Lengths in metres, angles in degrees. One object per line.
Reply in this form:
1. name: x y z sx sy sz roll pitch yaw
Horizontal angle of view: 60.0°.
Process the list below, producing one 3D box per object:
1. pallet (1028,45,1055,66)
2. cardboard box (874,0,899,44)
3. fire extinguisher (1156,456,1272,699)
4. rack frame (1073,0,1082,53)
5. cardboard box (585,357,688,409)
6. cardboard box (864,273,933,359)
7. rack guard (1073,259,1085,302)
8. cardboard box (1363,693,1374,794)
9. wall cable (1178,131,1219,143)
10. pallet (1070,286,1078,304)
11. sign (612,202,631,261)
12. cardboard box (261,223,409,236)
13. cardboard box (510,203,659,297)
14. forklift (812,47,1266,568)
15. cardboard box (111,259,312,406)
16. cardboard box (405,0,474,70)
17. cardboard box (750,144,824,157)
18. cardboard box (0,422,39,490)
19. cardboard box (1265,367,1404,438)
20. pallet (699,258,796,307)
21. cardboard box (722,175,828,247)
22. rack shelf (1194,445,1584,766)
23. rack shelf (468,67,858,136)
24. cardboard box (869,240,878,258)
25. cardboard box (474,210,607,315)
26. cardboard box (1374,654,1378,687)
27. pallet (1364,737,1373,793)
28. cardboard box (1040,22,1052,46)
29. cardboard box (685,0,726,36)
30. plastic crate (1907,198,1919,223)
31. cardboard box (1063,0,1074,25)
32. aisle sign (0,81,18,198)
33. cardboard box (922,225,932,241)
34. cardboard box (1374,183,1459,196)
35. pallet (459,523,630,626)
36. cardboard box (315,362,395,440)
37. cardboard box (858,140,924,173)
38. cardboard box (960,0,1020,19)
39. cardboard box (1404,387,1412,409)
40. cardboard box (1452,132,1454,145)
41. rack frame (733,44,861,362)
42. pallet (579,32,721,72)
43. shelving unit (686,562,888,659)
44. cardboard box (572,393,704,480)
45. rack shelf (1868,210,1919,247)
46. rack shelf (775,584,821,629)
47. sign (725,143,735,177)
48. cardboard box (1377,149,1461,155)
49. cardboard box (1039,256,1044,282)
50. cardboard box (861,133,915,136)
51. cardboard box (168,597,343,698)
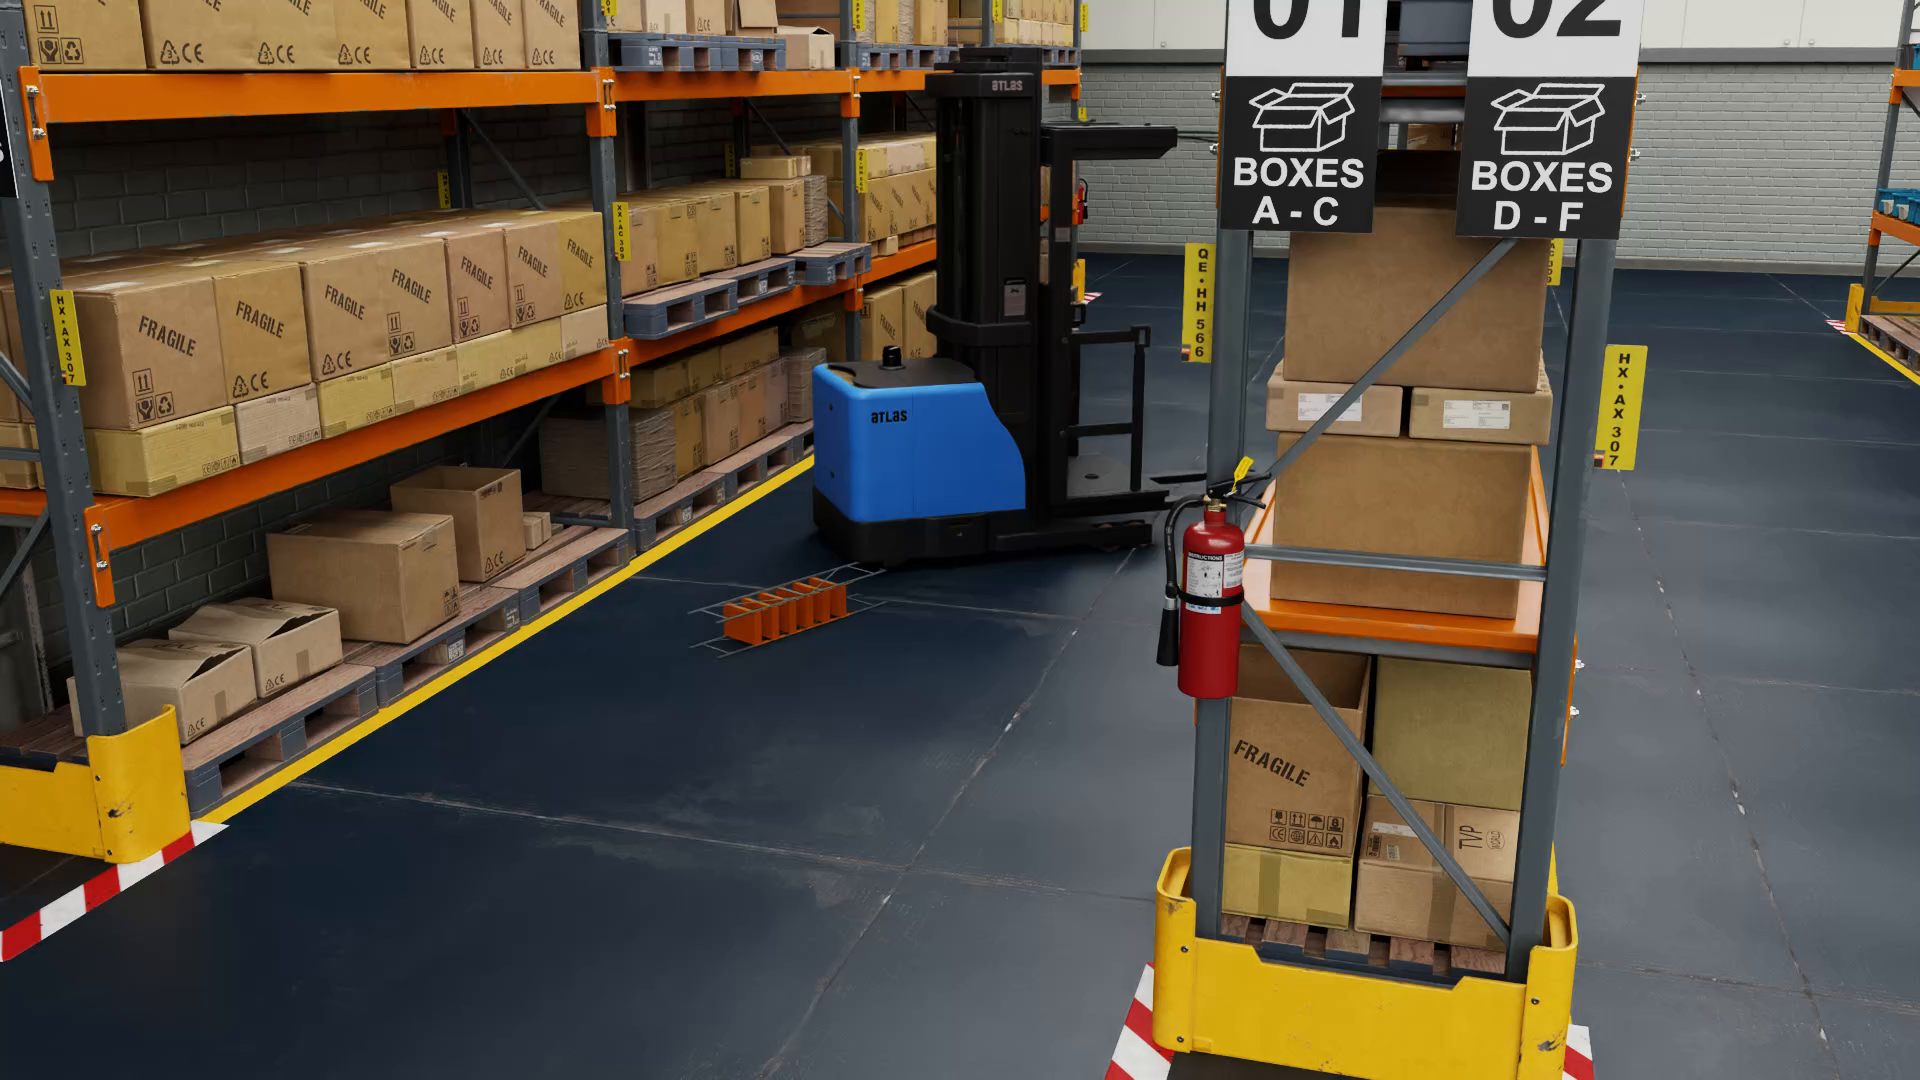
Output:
1. pallet: 0.431 -5.387 18.491 1.003 0.211 1.213 5 16 16
2. cardboard box: -0.945 -4.530 14.315 0.700 0.500 0.500 6 17 19
3. fire extinguisher: 0.701 0.099 4.624 0.296 0.674 0.183 5 16 16
4. rack frame: 0.976 -7.388 19.886 1.000 3.000 0.127 5 16 16
5. cardboard box: -2.119 -1.042 10.905 0.500 0.250 0.500 4 16 15
6. cardboard box: -0.707 -1.988 15.010 0.750 0.750 0.750 5 16 16
7. rack guard: 0.983 -3.306 21.068 1.175 0.500 0.348 5 16 16
8. cardboard box: 1.320 0.762 6.415 0.500 0.250 0.500 5 16 16
9. wall cable: 2.926 -7.346 25.429 3.097 2.526 0.112 5 16 16
10. pallet: 0.824 -2.945 20.326 1.003 0.211 1.213 5 16 16
11. sign: -1.912 -1.739 9.376 0.100 0.325 0.005 5 16 16
12. cardboard box: -3.065 -1.289 8.240 0.500 0.500 0.500 5 17 17
13. cardboard box: -2.257 -1.753 10.022 0.700 0.500 0.500 5 16 16
14. forklift: 0.654 -1.468 10.135 3.031 2.935 1.130 -5 17 -18
15. cardboard box: -2.997 -0.844 6.673 0.500 0.500 0.500 5 16 16
16. cardboard box: -2.618 -2.433 7.692 0.500 0.500 0.500 4 16 14
17. cardboard box: -1.417 -3.109 13.655 0.500 0.250 0.500 5 17 17
18. cardboard box: -3.624 -0.391 6.448 0.500 0.250 0.500 5 17 17
19. cardboard box: 1.106 -0.408 4.898 0.380 0.149 0.250 4 16 15
20. pallet: -1.820 -1.796 11.514 1.003 0.211 1.213 5 16 16
21. cardboard box: -1.421 -2.545 12.815 0.700 0.500 0.500 3 16 9
22. rack shelf: 1.748 -0.110 6.538 1.077 0.370 4.000 5 16 16
23. rack shelf: -1.866 -2.983 11.169 1.077 0.370 4.000 5 16 16
24. cardboard box: -0.902 -2.431 13.827 0.380 0.149 0.250 5 17 17
25. cardboard box: -2.272 -1.513 9.031 0.500 0.500 0.500 5 16 16
26. cardboard box: 1.460 0.270 6.774 0.500 0.500 0.500 5 16 16
27. pallet: 1.706 0.887 6.814 1.003 0.211 1.213 5 16 16
28. cardboard box: 0.733 -5.638 18.535 0.500 0.250 0.500 4 16 14
29. cardboard box: -1.851 -3.515 10.775 0.500 0.500 0.500 4 16 14
30. plastic crate: 9.715 -3.298 16.658 0.416 0.233 0.300 5 16 16
31. cardboard box: 1.030 -6.271 19.393 0.500 0.500 0.500 5 16 16
32. aisle sign: -3.303 -1.524 5.443 0.394 0.787 0.004 5 16 16
33. cardboard box: -0.475 -2.836 15.255 0.380 0.149 0.250 5 17 18
34. cardboard box: 1.484 -0.878 5.367 0.700 0.500 0.500 4 16 14
35. pallet: -2.591 0.158 9.387 1.003 0.211 1.213 5 16 16
36. cardboard box: -2.843 -0.626 7.278 0.500 0.250 0.500 4 16 15
37. cardboard box: -0.631 -3.341 14.472 0.500 0.250 0.500 5 17 16
38. cardboard box: 0.311 -5.602 17.034 0.500 0.500 0.500 4 16 15
39. cardboard box: 1.469 -0.240 5.494 0.700 0.500 0.500 5 17 17
40. cardboard box: 4.629 -3.888 16.524 0.500 0.500 0.500 4 16 15
41. rack frame: -1.297 -2.409 13.325 1.000 3.000 0.127 5 16 16
42. pallet: -2.156 -2.868 9.792 1.213 0.211 1.003 5 16 16
43. shelving unit: -0.885 0.355 8.722 0.258 0.189 1.200 14 21 40
44. cardboard box: -2.142 -0.704 11.091 0.700 0.500 0.500 4 16 15
45. rack shelf: 9.906 -2.864 16.249 1.077 0.370 4.000 5 16 16
46. rack shelf: -0.855 0.346 8.754 0.258 0.180 0.103 14 21 40
47. sign: -1.830 -3.008 13.316 0.100 0.325 0.005 5 16 16
48. cardboard box: 2.197 -1.535 7.683 0.700 0.500 0.500 5 17 16
49. cardboard box: 0.589 -3.048 19.389 0.700 0.500 0.500 4 16 14
50. cardboard box: -0.683 -3.779 16.018 0.500 0.250 0.500 5 17 17
51. cardboard box: -3.126 0.443 7.392 0.500 0.311 0.500 6 17 20
